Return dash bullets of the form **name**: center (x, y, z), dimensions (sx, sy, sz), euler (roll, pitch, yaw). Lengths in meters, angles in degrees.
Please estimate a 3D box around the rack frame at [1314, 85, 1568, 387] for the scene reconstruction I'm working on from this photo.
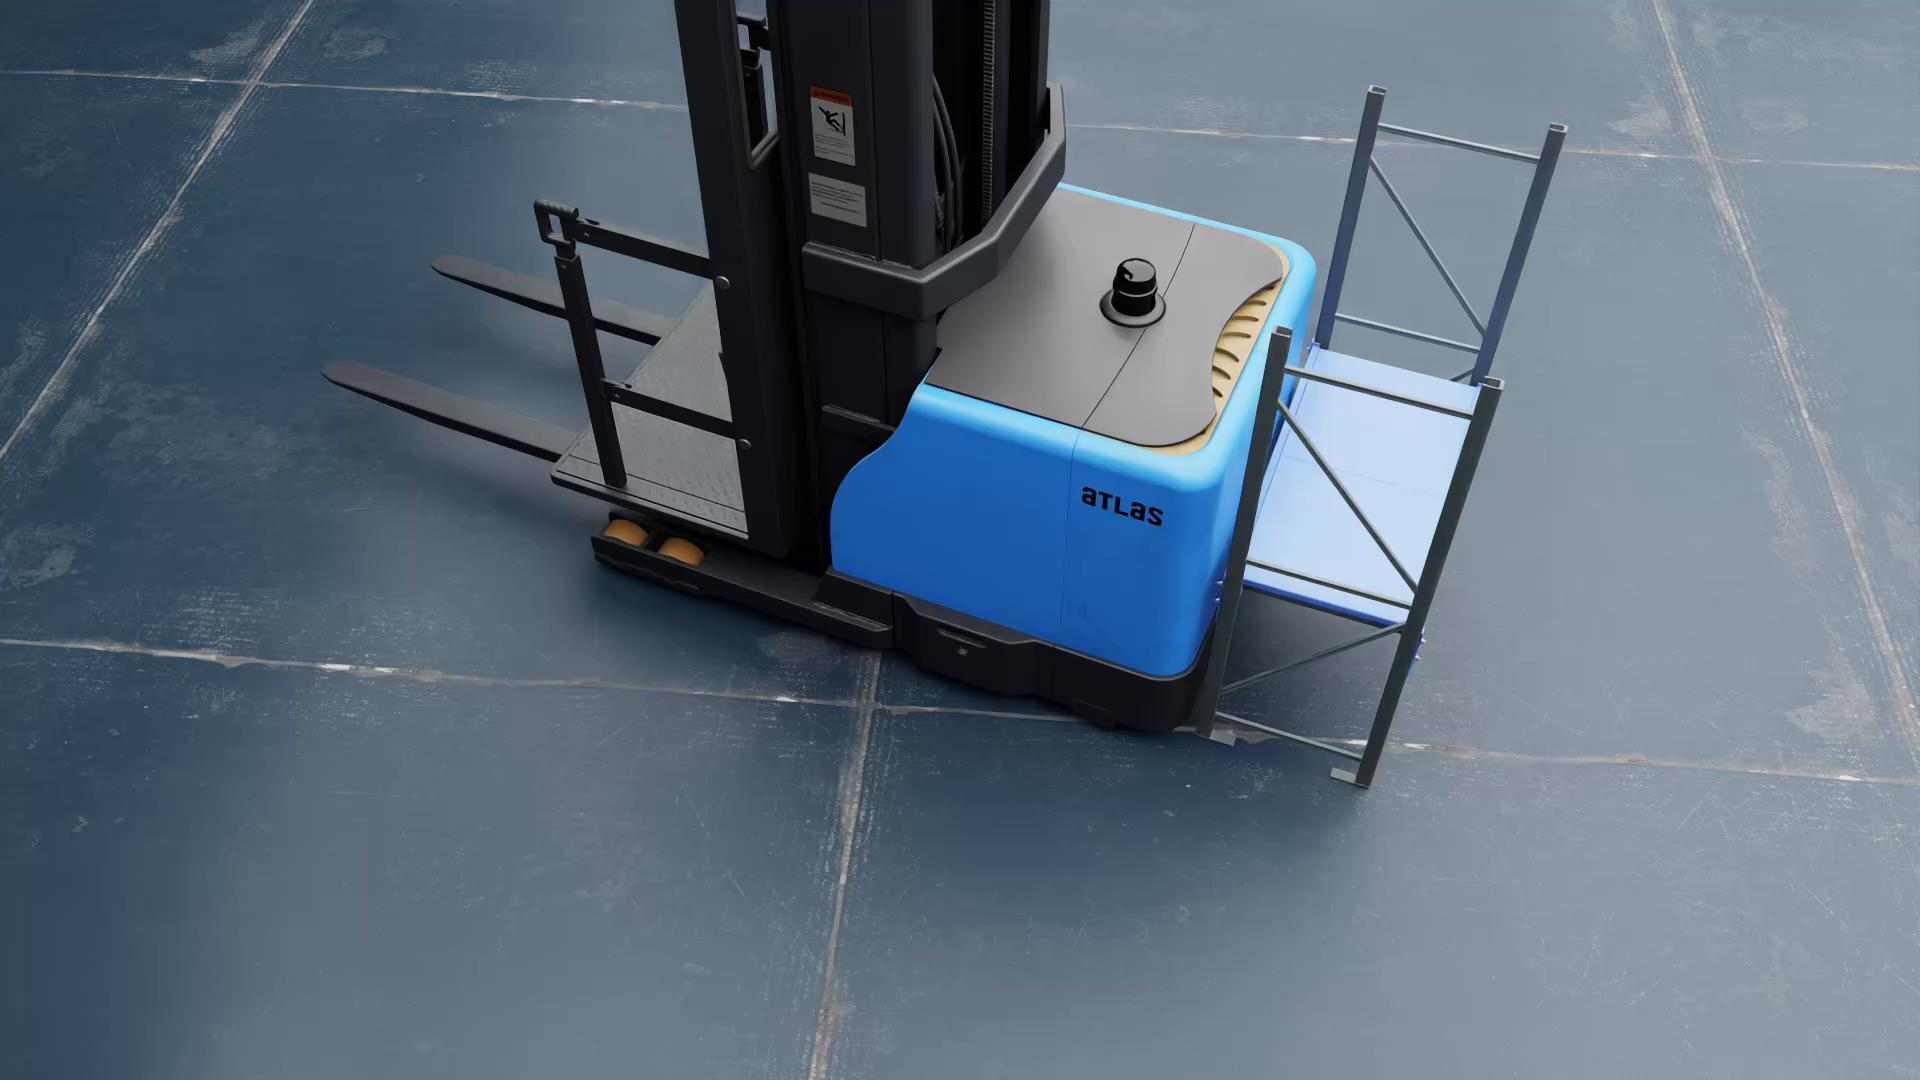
- **rack frame**: center (1.280, -0.590, 4.771), dimensions (0.500, 1.500, 0.032), euler (16, 50, 14)

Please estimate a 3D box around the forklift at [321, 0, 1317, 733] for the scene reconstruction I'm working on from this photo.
- **forklift**: center (-0.577, -1.173, 4.337), dimensions (3.031, 2.935, 1.130), euler (18, 50, 16)

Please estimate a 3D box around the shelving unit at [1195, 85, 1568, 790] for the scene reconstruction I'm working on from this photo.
- **shelving unit**: center (1.096, -0.240, 4.451), dimensions (0.538, 1.500, 1.048), euler (16, 50, 14)

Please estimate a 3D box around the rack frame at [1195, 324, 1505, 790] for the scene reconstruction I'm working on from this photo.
- **rack frame**: center (0.913, 0.110, 4.131), dimensions (0.500, 1.500, 0.032), euler (16, 50, 14)

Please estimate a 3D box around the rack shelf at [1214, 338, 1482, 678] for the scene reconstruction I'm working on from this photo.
- **rack shelf**: center (1.095, -0.119, 4.584), dimensions (0.538, 0.185, 1.000), euler (16, 50, 14)
